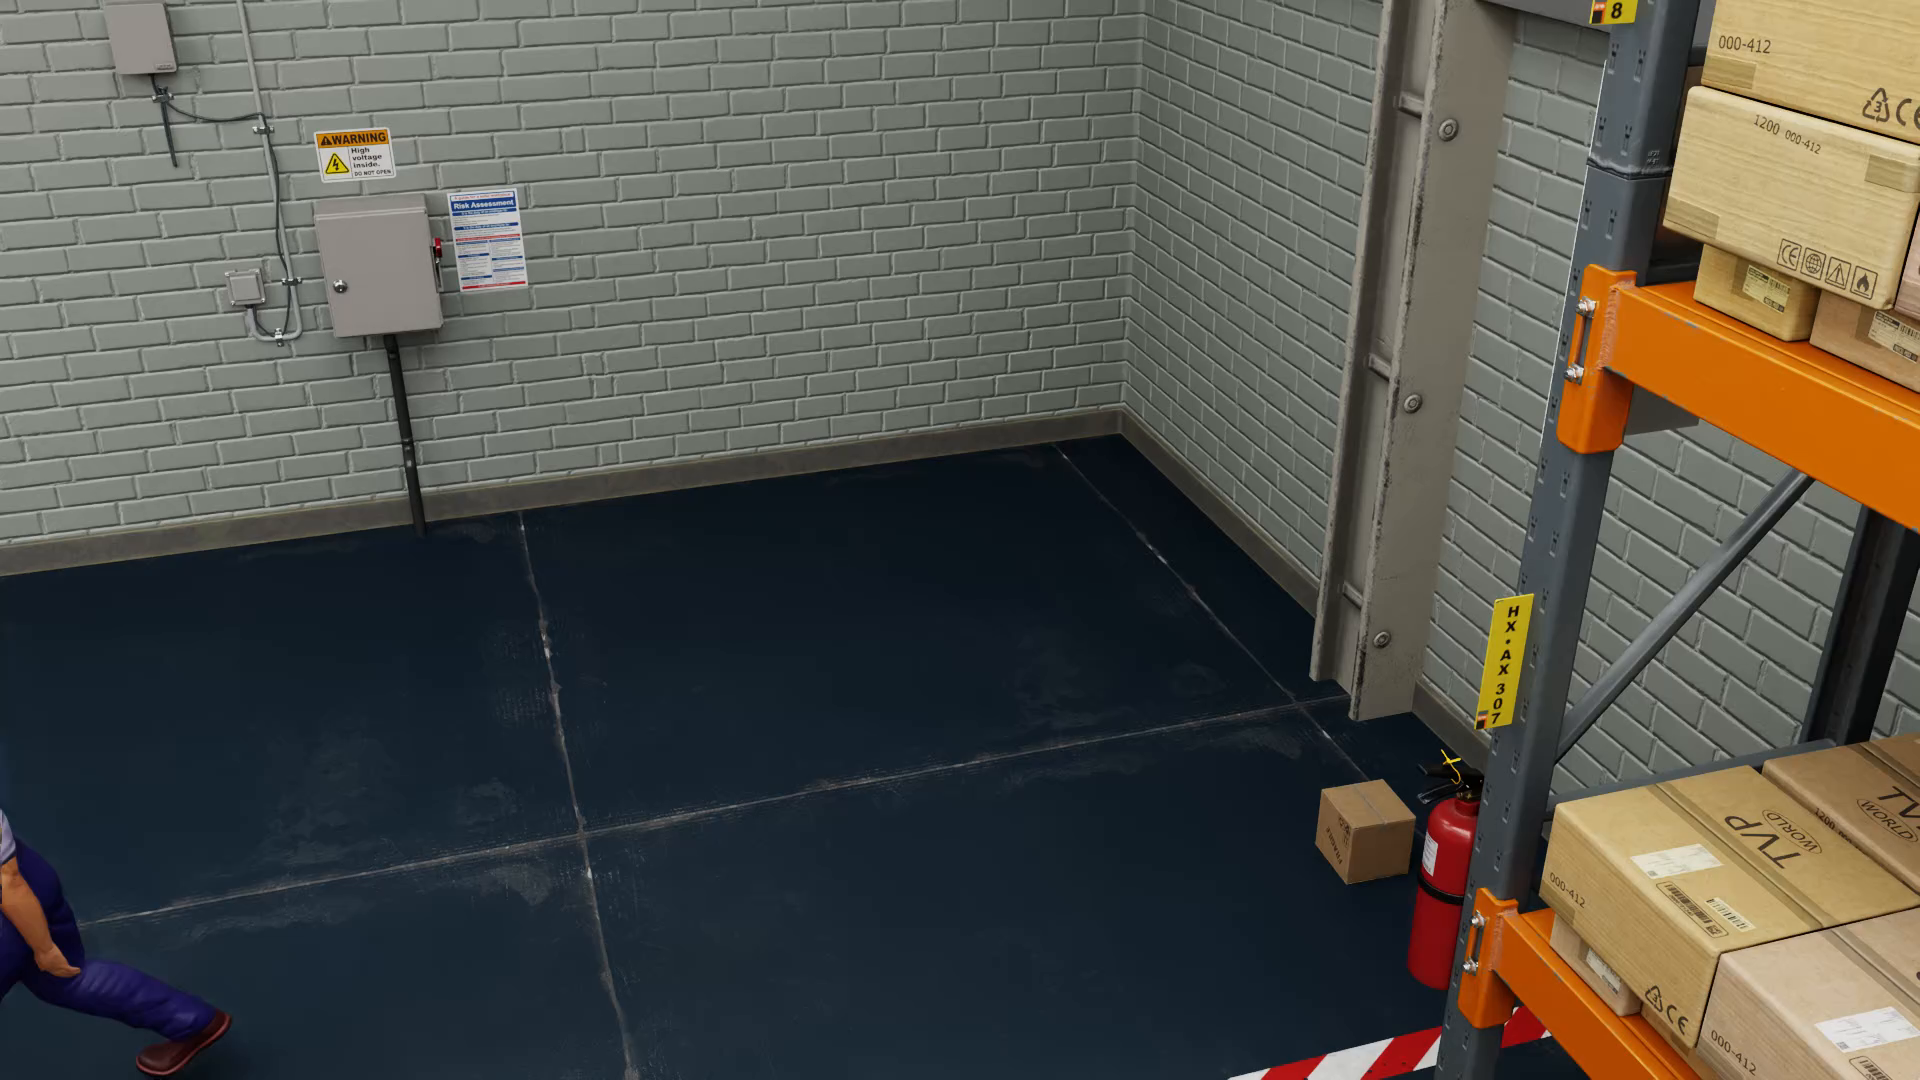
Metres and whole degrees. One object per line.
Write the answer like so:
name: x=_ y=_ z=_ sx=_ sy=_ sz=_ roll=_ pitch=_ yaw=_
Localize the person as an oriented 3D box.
person: x=-2.676 y=1.027 z=4.578 sx=1.013 sy=1.591 sz=0.464 roll=-9 pitch=28 yaw=-18
